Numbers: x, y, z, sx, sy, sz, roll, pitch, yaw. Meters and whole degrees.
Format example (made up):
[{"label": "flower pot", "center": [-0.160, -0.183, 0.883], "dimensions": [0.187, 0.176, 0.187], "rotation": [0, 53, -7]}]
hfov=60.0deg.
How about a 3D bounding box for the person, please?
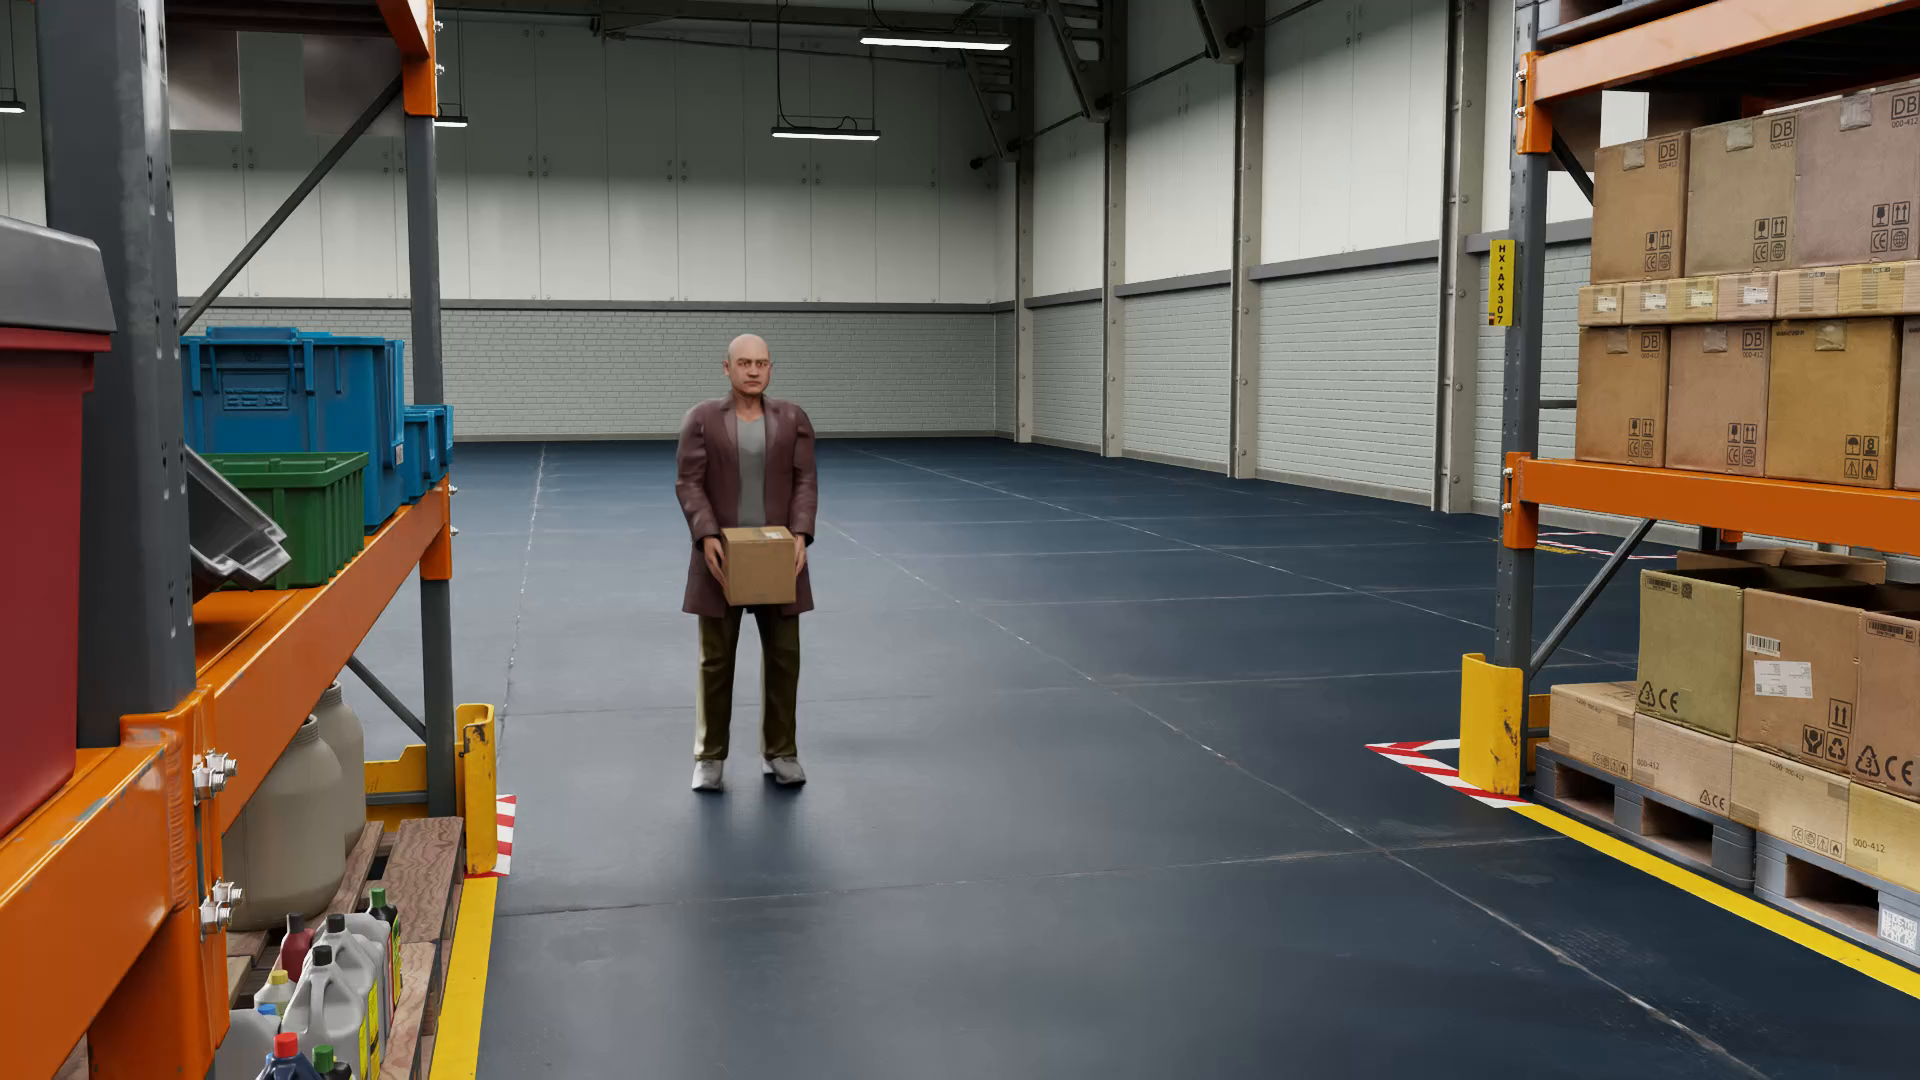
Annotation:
[{"label": "person", "center": [-0.826, 0.081, 6.565], "dimensions": [0.572, 1.782, 0.479], "rotation": [-2, 6, -15]}]
